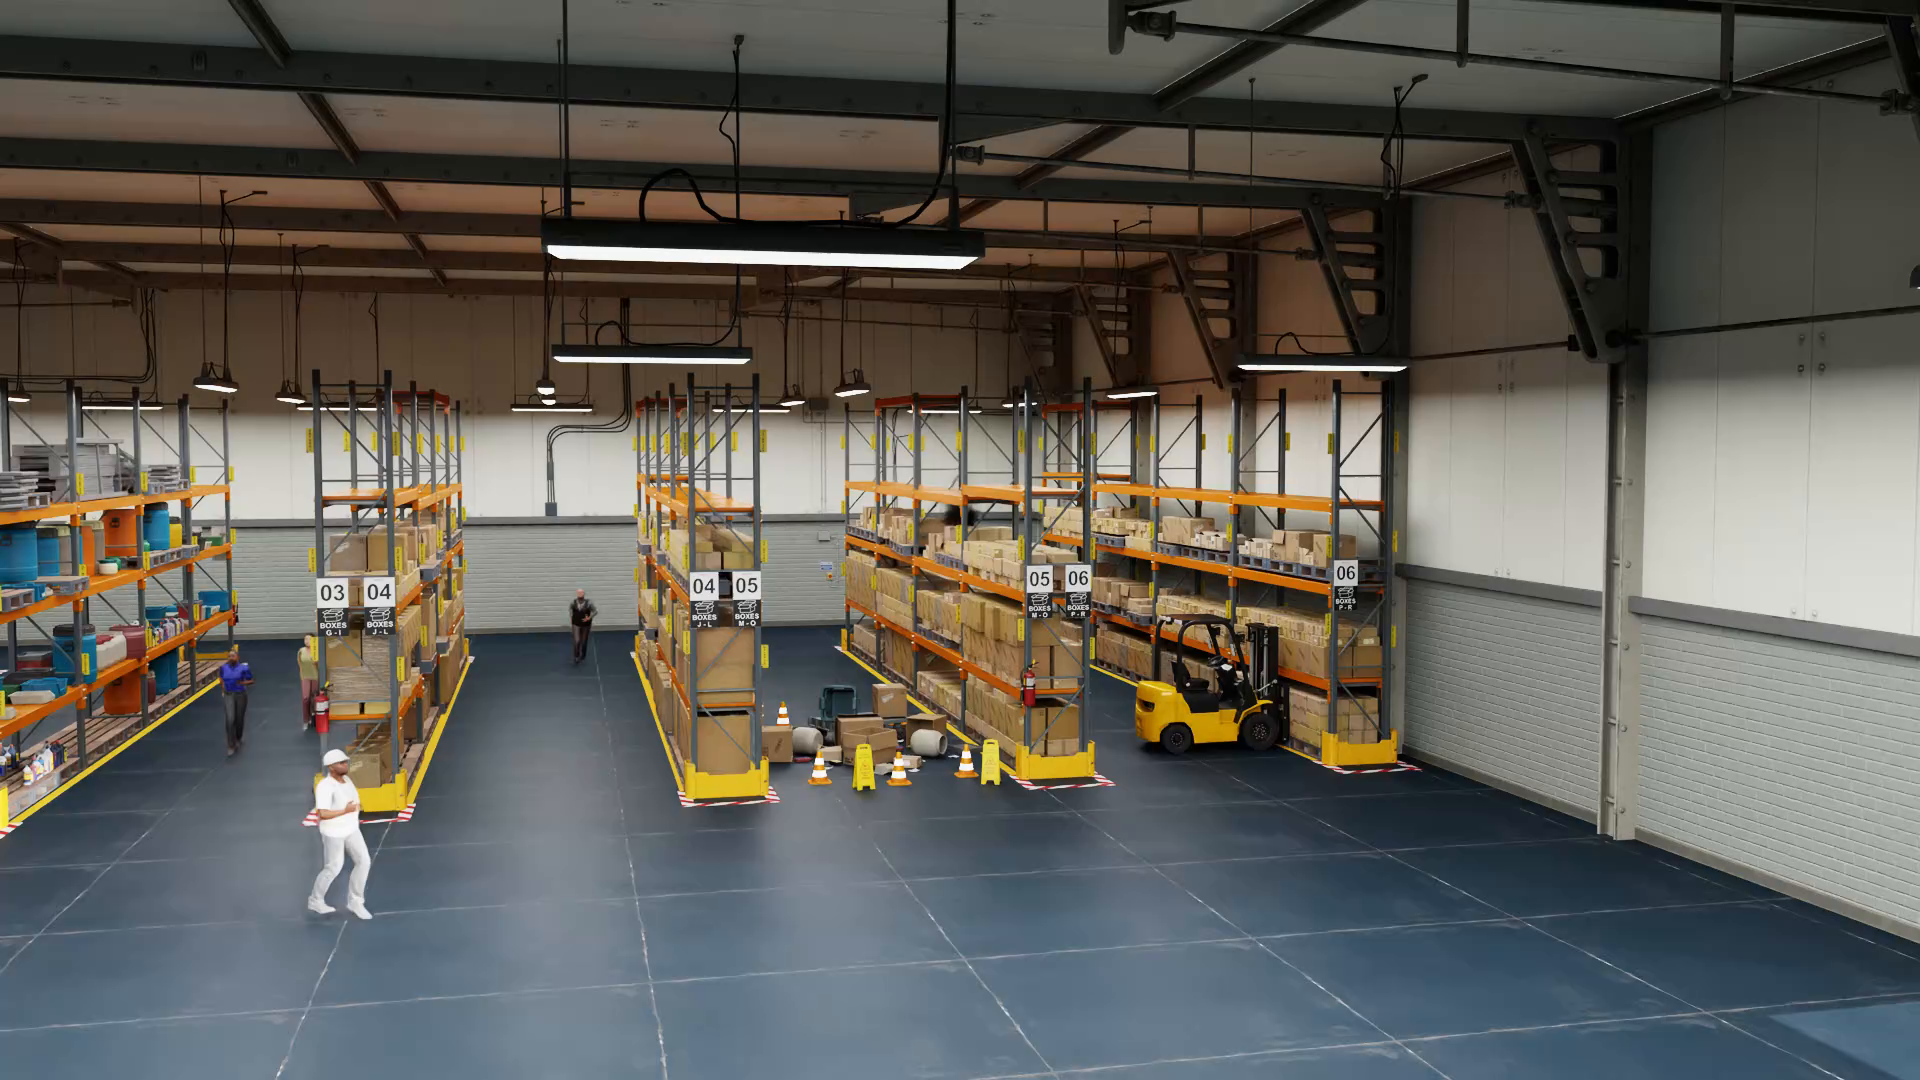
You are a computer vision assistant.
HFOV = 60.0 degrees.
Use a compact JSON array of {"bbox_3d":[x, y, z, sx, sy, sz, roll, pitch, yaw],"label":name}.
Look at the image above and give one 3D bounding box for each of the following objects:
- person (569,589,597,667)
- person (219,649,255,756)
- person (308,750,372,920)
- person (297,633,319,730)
[{"bbox_3d":[-8.552,1.978,37.759,0.663,1.770,0.792,0,3,-4],"label":"person"},{"bbox_3d":[-11.771,2.622,27.075,0.553,1.713,0.799,-1,3,-19],"label":"person"},{"bbox_3d":[-6.518,3.108,17.485,0.729,1.823,0.674,1,3,16],"label":"person"},{"bbox_3d":[-11.417,2.493,29.319,0.546,1.719,0.717,-1,3,-13],"label":"person"}]
